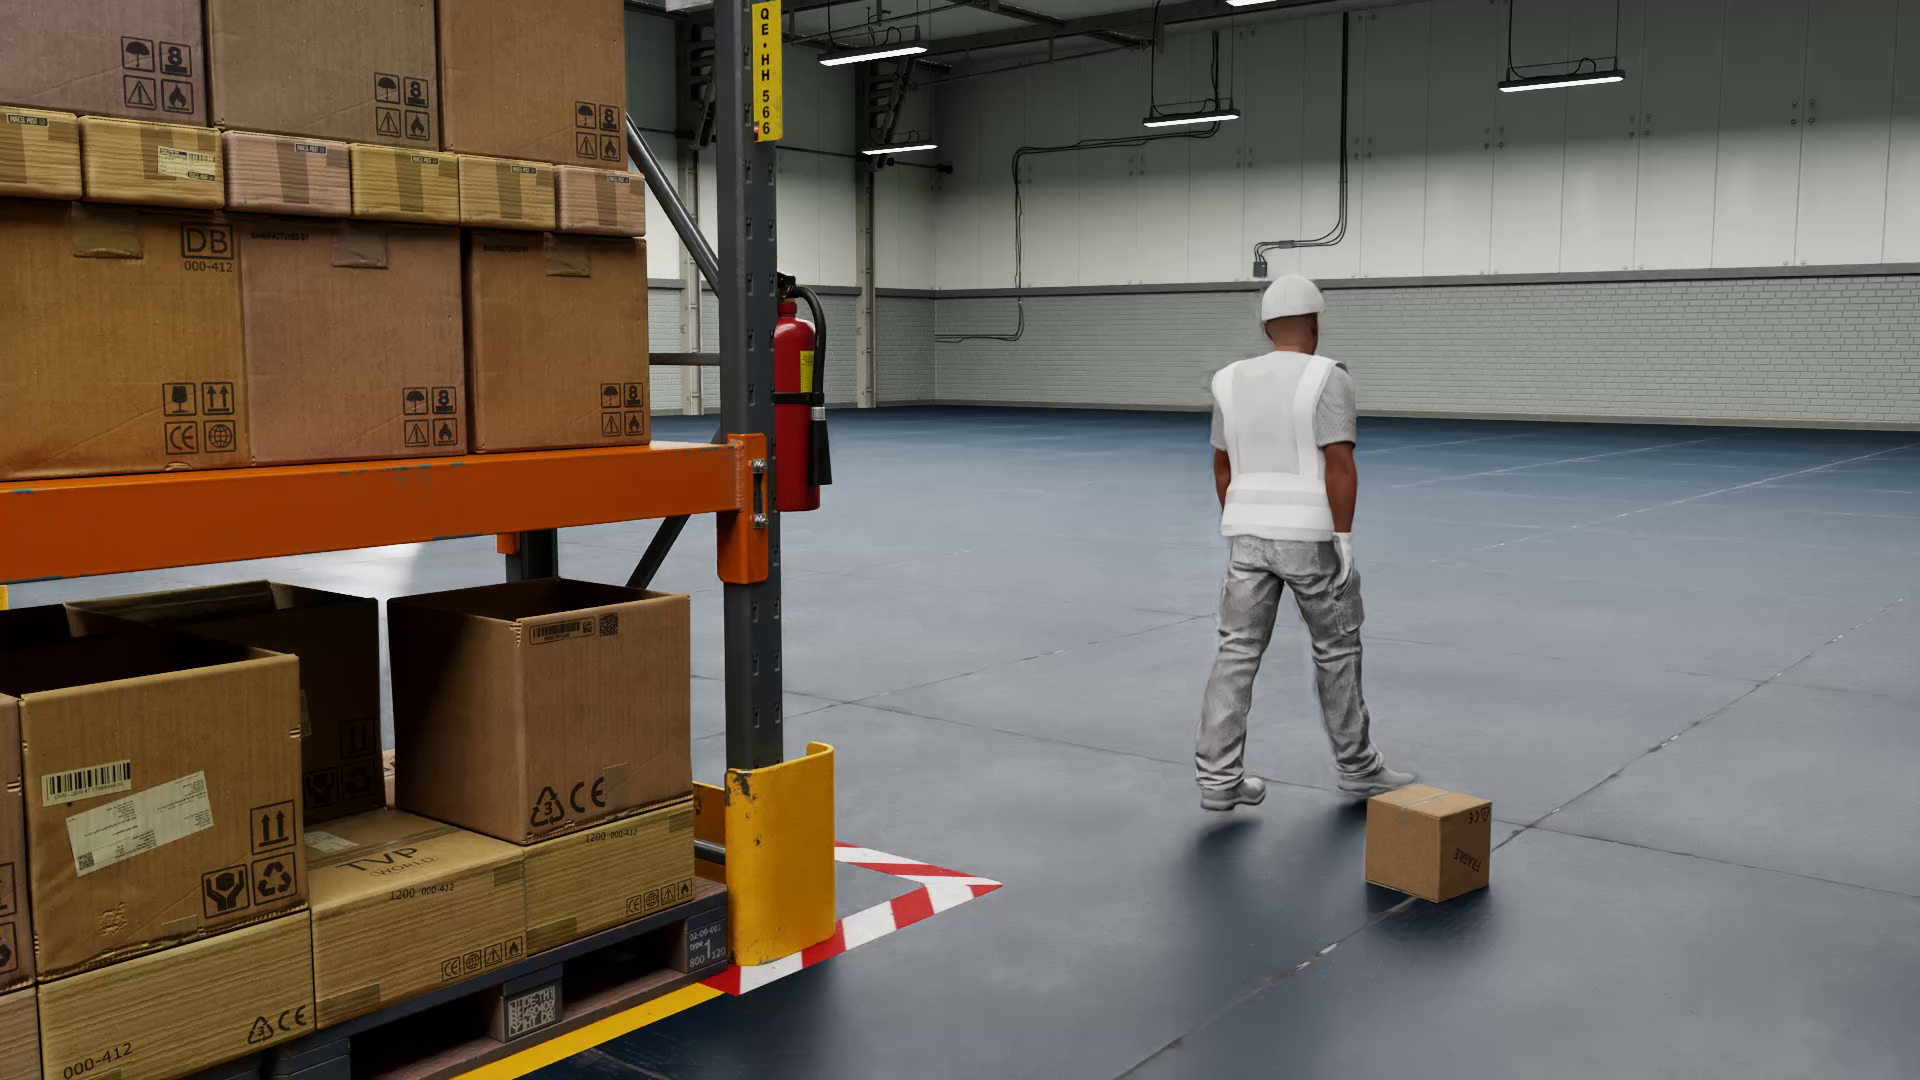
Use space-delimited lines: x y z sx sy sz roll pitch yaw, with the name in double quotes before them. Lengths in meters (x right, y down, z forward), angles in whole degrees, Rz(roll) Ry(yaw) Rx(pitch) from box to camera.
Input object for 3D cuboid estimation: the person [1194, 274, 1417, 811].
"person" 1.108 0.004 5.545 0.608 1.769 0.829 5 8 38
